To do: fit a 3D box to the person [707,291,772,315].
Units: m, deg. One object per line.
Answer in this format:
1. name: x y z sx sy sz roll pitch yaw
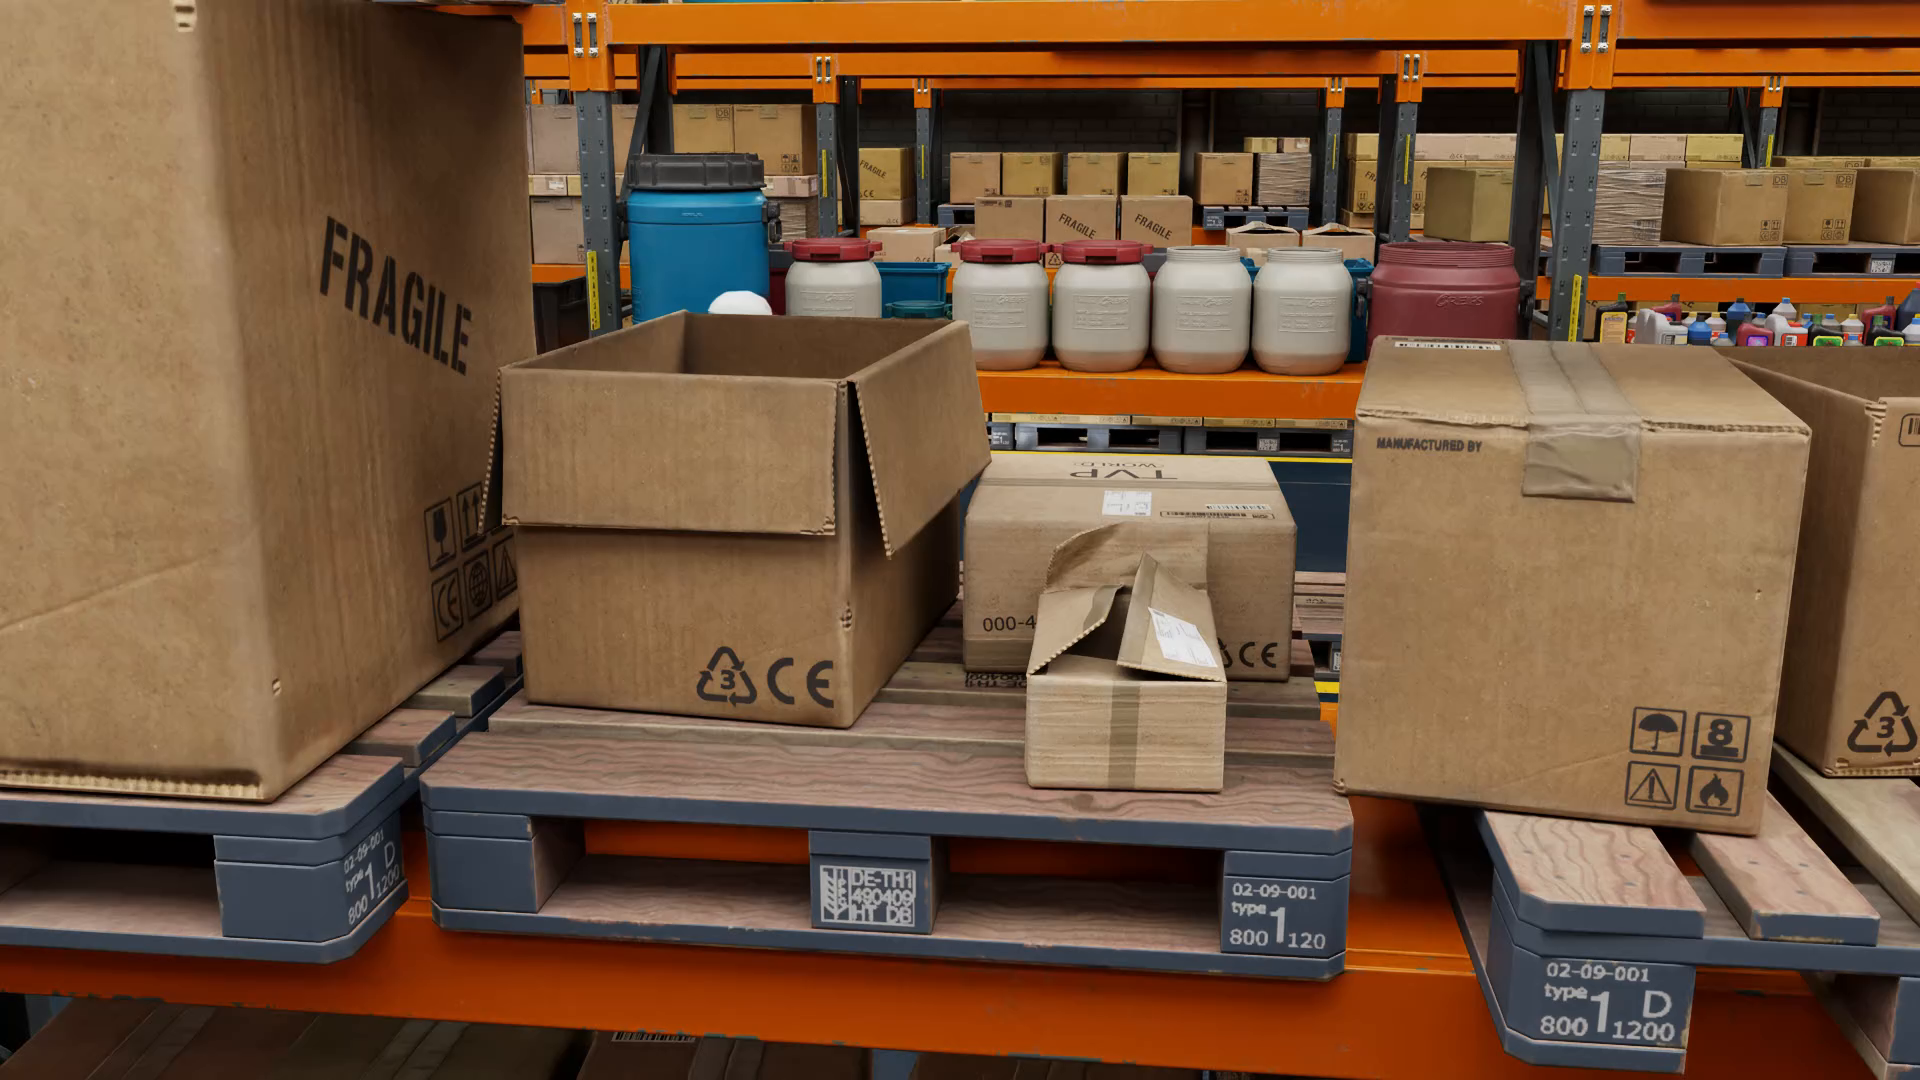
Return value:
1. person: -0.760 -0.008 5.992 0.446 1.764 0.577 1 14 5
